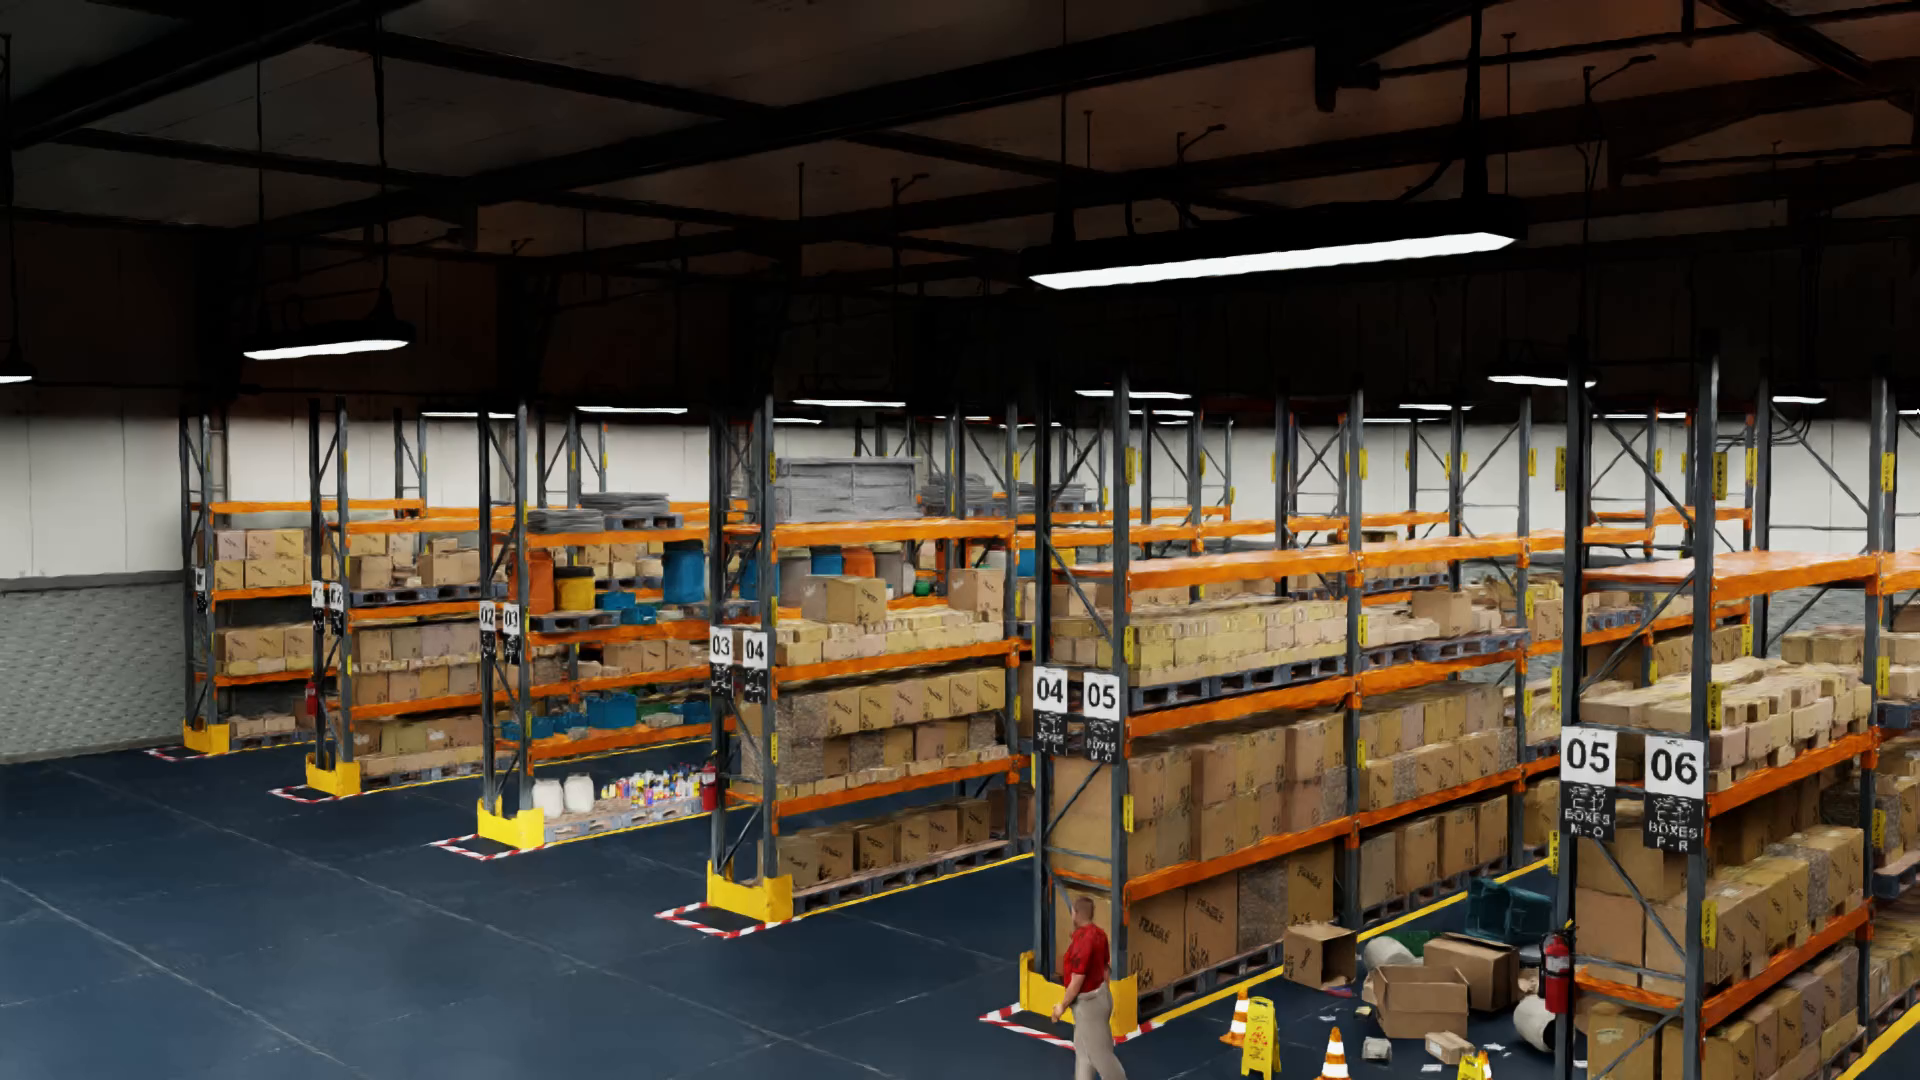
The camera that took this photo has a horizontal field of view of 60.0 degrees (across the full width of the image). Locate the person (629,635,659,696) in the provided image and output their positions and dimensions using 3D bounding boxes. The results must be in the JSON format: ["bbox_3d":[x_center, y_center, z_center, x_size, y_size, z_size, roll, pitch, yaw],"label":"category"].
[{"bbox_3d":[-6.216,2.587,32.471,0.567,1.736,1.044,3,4,43],"label":"person"}]

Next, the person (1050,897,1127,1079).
[{"bbox_3d":[1.026,3.626,12.870,0.721,1.713,0.570,1,3,16],"label":"person"}]
